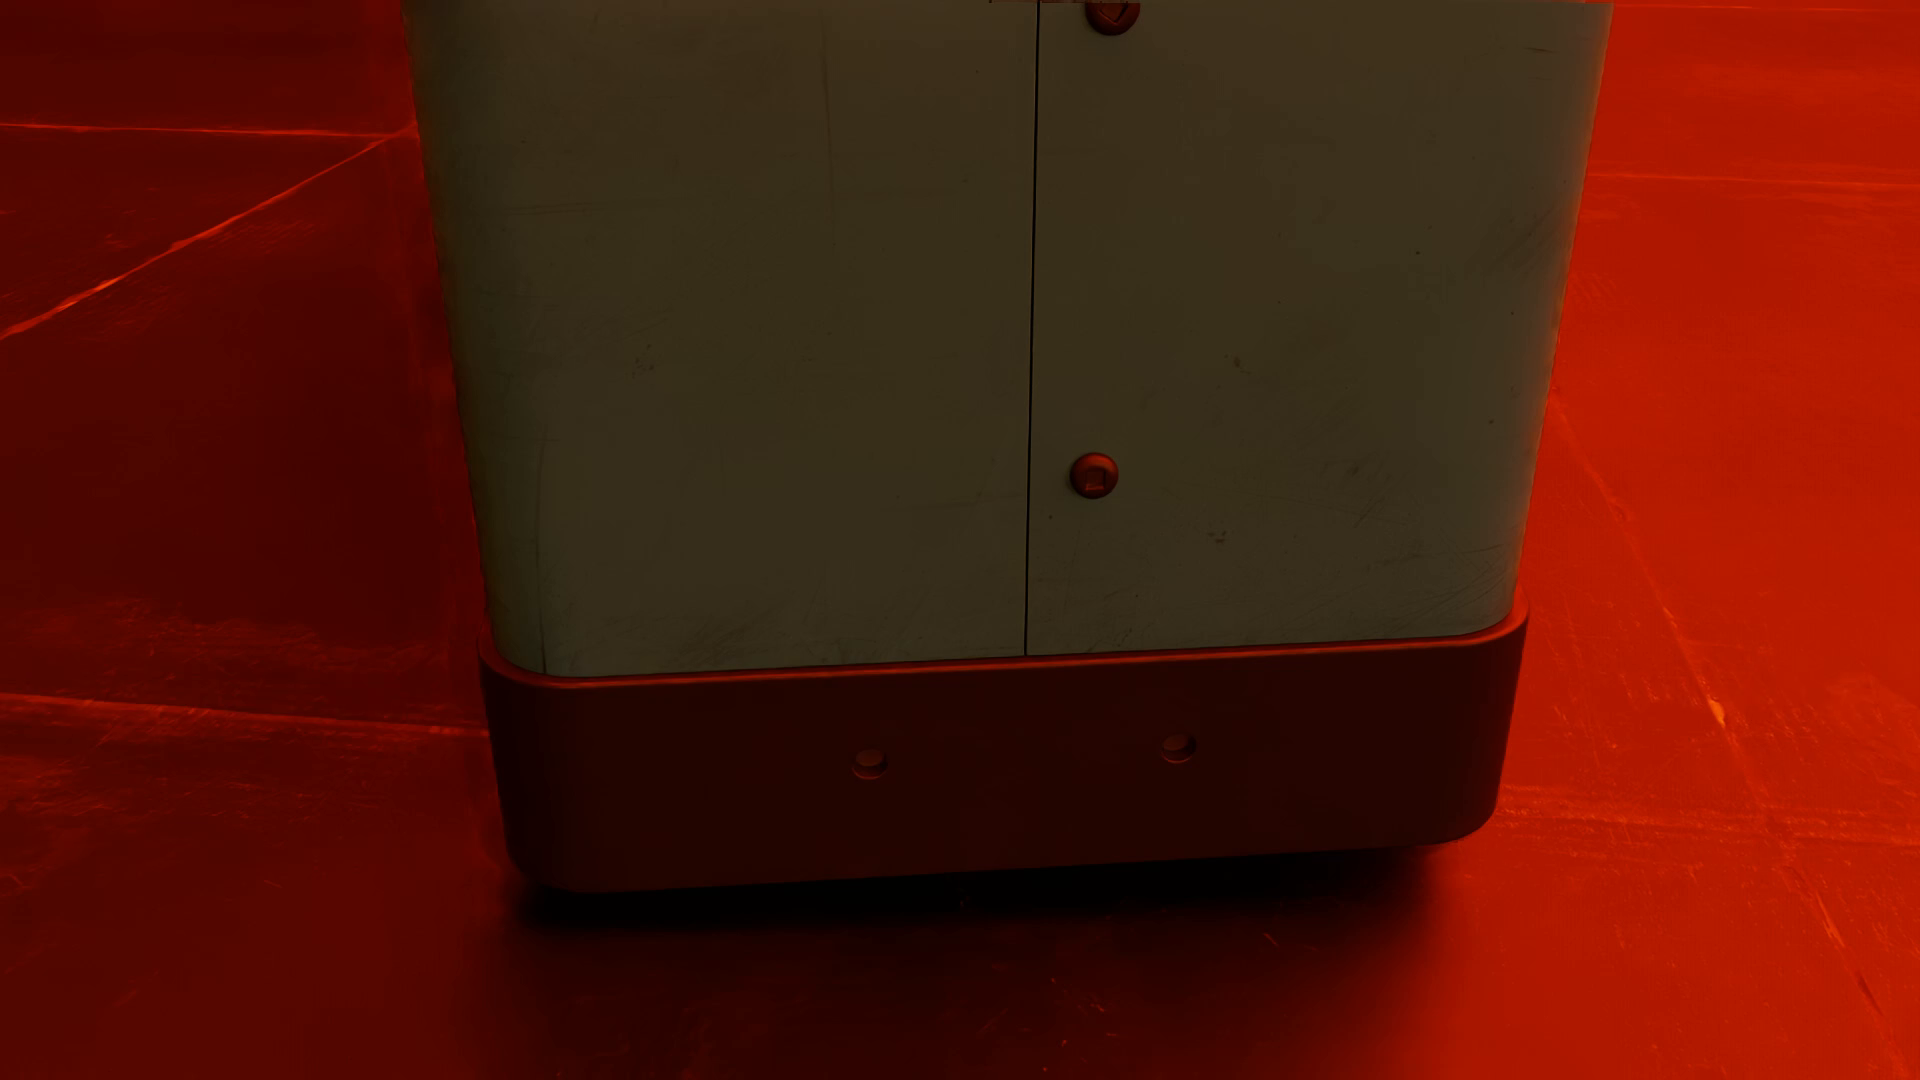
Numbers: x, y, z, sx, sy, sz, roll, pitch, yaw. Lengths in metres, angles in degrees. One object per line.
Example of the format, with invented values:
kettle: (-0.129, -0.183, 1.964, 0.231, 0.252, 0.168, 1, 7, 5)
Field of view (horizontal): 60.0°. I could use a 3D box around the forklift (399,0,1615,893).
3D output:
forklift: (-0.077, -1.589, 2.401, 1.130, 2.935, 3.031, -2, 27, -5)
